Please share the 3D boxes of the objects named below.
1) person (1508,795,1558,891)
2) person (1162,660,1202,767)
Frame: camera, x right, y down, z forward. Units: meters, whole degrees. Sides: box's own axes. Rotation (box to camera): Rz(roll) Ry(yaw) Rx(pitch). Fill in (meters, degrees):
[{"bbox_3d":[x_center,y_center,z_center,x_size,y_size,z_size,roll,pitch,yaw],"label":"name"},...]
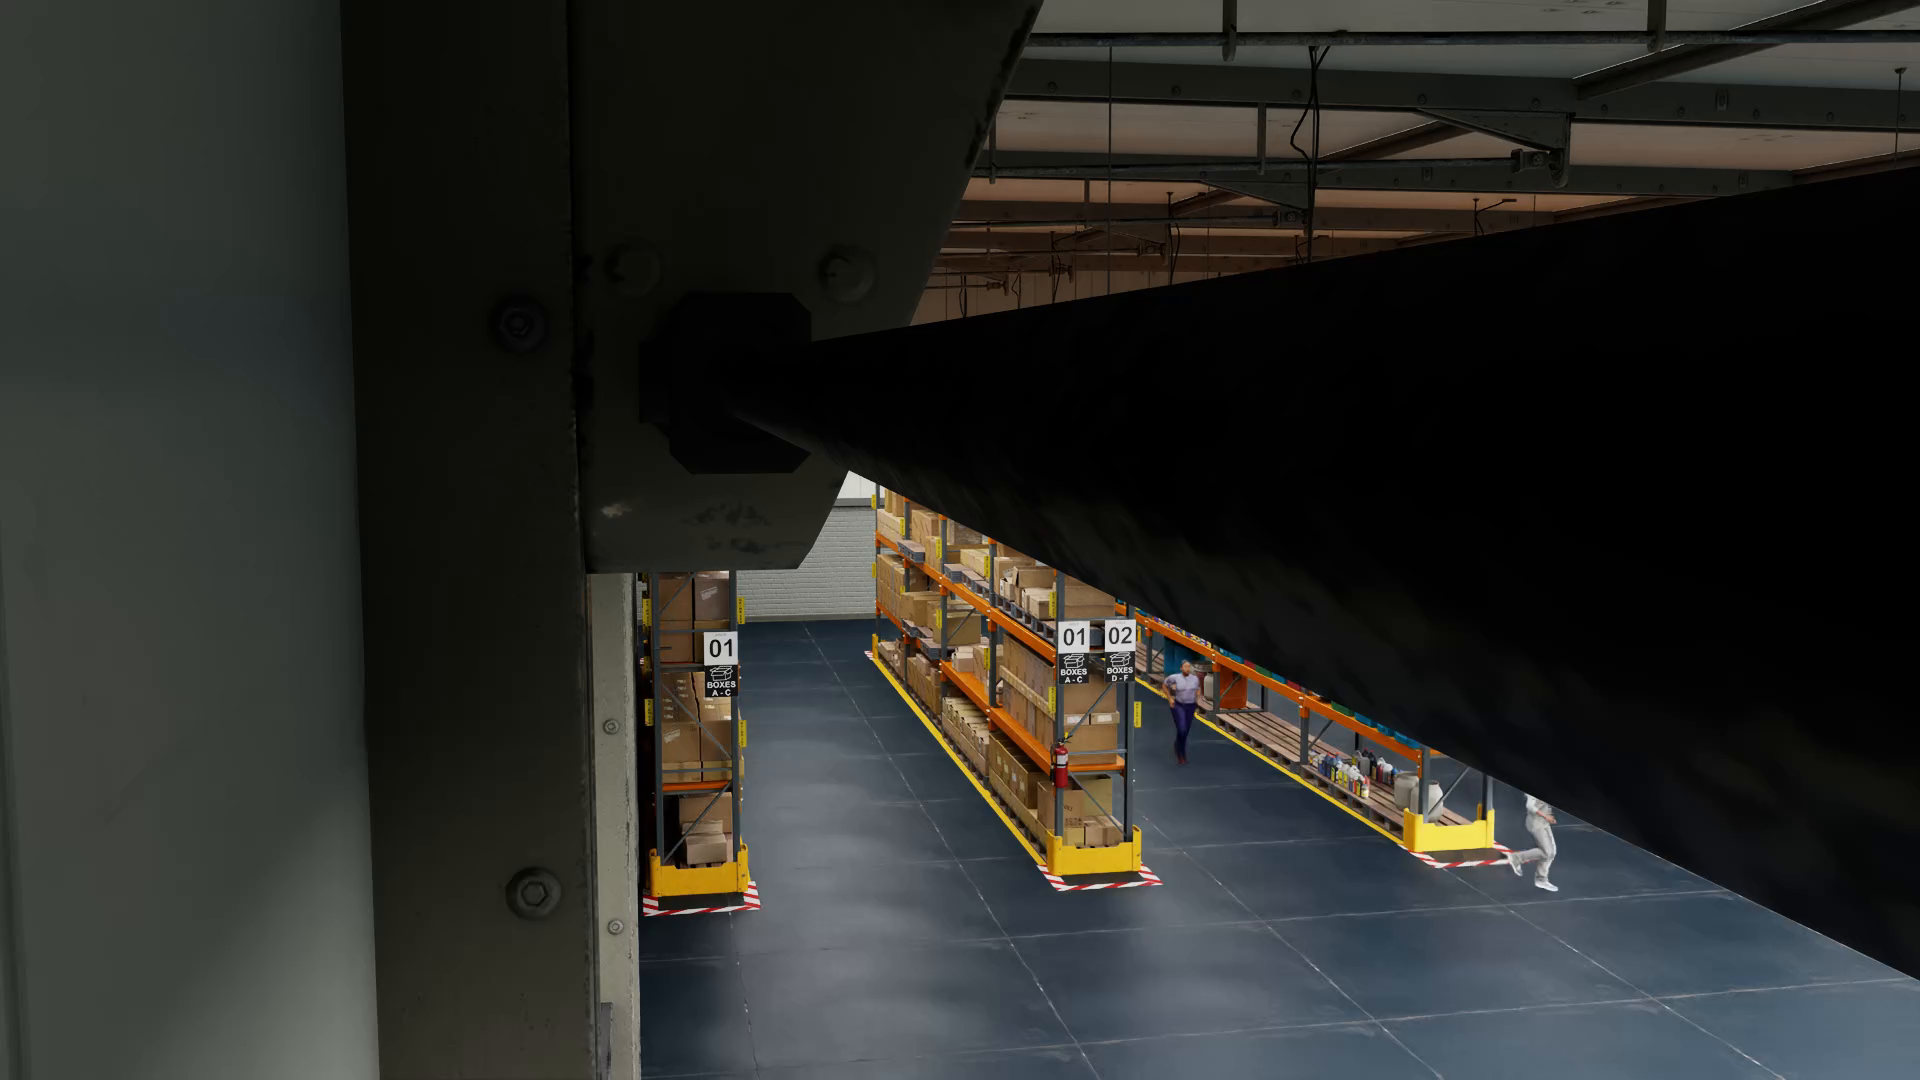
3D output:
[{"bbox_3d":[7.021,3.486,20.309,0.588,1.580,0.577,3,7,29],"label":"person"},{"bbox_3d":[3.607,2.772,26.837,0.575,1.710,0.763,-2,6,-19],"label":"person"}]
